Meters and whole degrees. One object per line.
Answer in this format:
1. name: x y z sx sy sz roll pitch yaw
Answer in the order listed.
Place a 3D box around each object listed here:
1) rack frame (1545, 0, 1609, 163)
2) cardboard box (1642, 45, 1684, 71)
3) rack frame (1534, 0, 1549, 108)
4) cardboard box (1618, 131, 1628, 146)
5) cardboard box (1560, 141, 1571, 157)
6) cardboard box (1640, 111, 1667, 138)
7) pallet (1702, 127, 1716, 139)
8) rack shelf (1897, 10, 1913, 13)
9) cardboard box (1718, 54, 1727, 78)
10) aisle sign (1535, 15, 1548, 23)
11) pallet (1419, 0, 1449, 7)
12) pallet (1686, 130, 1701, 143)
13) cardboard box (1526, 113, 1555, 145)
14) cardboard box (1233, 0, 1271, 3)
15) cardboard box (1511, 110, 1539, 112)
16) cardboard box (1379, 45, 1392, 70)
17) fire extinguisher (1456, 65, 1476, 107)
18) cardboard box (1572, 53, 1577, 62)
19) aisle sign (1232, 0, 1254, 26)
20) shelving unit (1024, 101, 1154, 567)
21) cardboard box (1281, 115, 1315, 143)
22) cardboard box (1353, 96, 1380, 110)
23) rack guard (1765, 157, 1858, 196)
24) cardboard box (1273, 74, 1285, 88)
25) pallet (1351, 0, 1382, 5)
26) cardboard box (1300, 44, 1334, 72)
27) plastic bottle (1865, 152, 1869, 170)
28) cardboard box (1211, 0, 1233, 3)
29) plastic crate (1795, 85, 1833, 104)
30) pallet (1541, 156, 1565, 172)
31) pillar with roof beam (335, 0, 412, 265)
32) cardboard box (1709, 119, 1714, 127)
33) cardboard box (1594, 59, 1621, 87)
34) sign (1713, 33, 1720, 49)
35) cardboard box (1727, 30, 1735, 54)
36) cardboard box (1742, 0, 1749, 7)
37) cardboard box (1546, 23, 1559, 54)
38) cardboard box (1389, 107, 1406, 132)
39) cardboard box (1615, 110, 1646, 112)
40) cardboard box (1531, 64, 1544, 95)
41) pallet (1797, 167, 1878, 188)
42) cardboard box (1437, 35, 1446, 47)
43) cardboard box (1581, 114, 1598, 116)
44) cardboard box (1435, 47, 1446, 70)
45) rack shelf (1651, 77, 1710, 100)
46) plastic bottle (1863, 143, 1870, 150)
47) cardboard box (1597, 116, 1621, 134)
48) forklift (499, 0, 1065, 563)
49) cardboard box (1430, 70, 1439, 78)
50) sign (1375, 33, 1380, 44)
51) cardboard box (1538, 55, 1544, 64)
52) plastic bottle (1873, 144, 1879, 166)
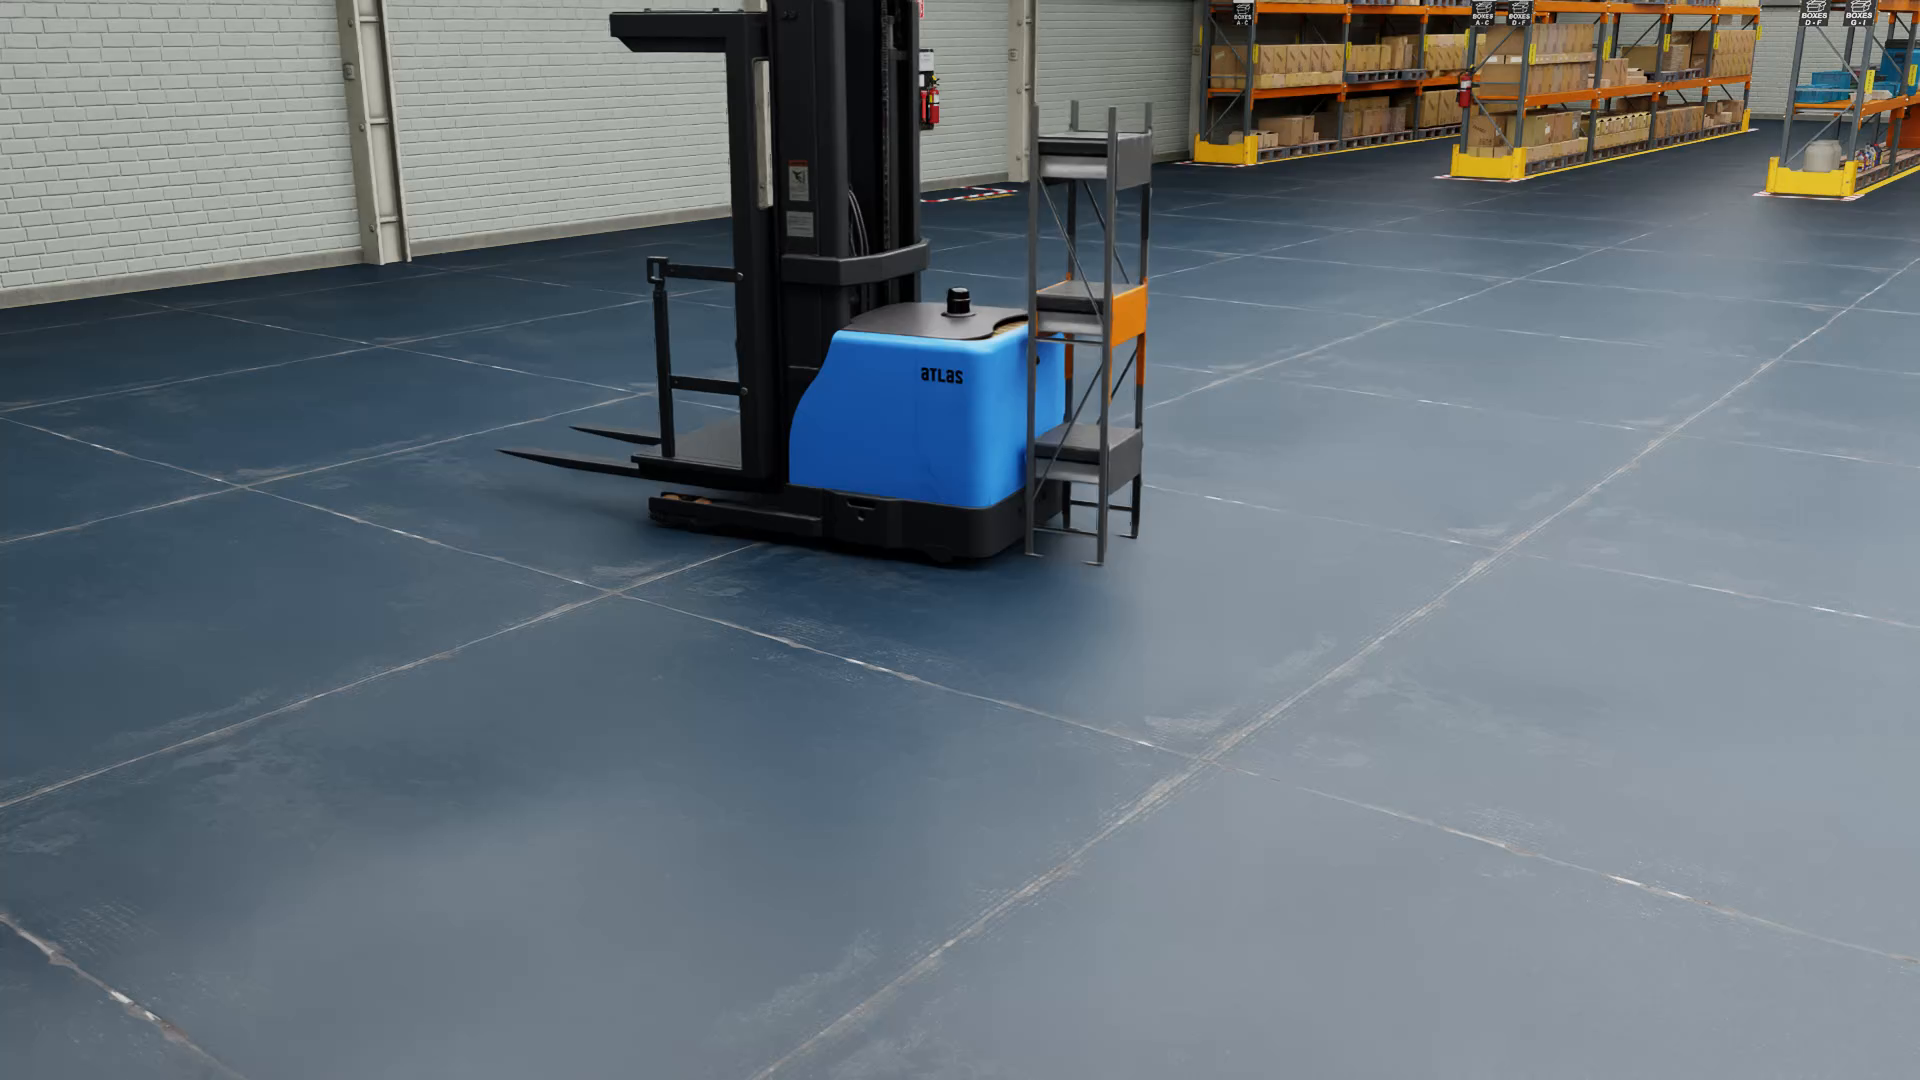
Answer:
1. rack frame: 11.212 -8.469 30.459 1.000 3.000 0.127 12 21 35
2. cardboard box: 14.578 -10.024 34.589 0.500 0.500 0.700 -15 23 -40
3. rack frame: 14.382 -12.202 42.478 1.000 3.000 0.127 12 21 35
4. cardboard box: 12.567 -7.775 32.152 0.500 0.250 0.500 13 21 36
5. cardboard box: 10.519 -6.969 29.554 0.500 0.250 0.500 12 21 35
6. cardboard box: 14.096 -8.496 34.019 0.500 0.500 0.500 14 22 37
7. pallet: 16.389 -9.206 37.534 1.003 0.211 1.213 12 21 35
8. rack shelf: 18.763 -10.111 31.901 1.077 0.370 4.000 12 21 35
9. cardboard box: 16.804 -10.618 37.210 0.500 0.500 0.500 13 21 36
10. aisle sign: 14.665 -13.408 41.977 0.394 0.787 0.004 12 21 35
11. pallet: 9.956 -11.802 36.450 1.213 0.211 1.003 14 22 37
12. pallet: 15.524 -8.843 36.363 1.003 0.211 1.213 12 21 35
13. cardboard box: 9.911 -7.091 28.685 0.500 0.500 0.500 12 21 35
14. cardboard box: 5.248 -9.916 29.858 0.500 0.500 0.500 13 22 36
15. cardboard box: 10.089 -7.422 29.748 0.500 0.500 0.500 12 21 35
16. cardboard box: 8.618 -10.140 34.928 0.700 0.500 0.500 12 21 35
17. fire extinguisher: 8.385 -7.534 27.576 0.296 0.674 0.183 12 21 35
18. cardboard box: 10.614 -8.482 29.238 0.380 0.149 0.250 12 21 34
19. aisle sign: 5.046 -9.562 29.595 0.394 0.787 0.004 12 21 35
20. shelving unit: 0.602 -0.969 7.822 0.431 2.100 0.503 8 19 24
21. cardboard box: 6.645 -8.106 32.761 0.500 0.500 0.500 11 20 31
22. cardboard box: 8.535 -9.242 35.156 0.500 0.250 0.500 12 21 34
23. rack guard: 12.812 -5.473 25.025 1.175 0.500 0.348 12 21 35
24. cardboard box: 5.692 -8.515 30.826 0.500 0.250 0.500 12 21 33
25. pallet: 7.685 -10.815 33.270 1.213 0.211 1.003 12 21 35
26. cardboard box: 6.905 -9.353 32.258 0.500 0.500 0.500 12 21 34
27. plastic bottle: 14.399 -6.030 26.462 0.097 0.271 0.097 0 17 0
28. cardboard box: 4.893 -10.025 30.208 0.500 0.500 0.500 14 22 39
29. plastic crate: 12.862 -6.741 25.145 0.499 0.251 0.616 12 21 35
30. pallet: 9.978 -6.664 29.346 1.003 0.211 1.213 12 21 35
31. pillar with roof beam: -2.697 -6.528 14.091 9.100 9.000 0.400 12 21 35
32. cardboard box: 16.910 -9.501 37.817 0.380 0.166 0.250 12 21 35
33. cardboard box: 12.295 -8.942 31.812 0.500 0.500 0.500 12 21 35
34. sign: 16.427 -10.830 36.110 0.100 0.325 0.005 12 21 35
35. cardboard box: 17.099 -11.208 37.423 0.500 0.500 0.500 12 21 33
36. cardboard box: 17.674 -12.281 37.928 0.500 0.250 0.500 12 21 35
37. cardboard box: 9.757 -8.552 28.368 0.700 0.500 0.500 13 21 35
38. cardboard box: 9.228 -9.132 36.066 0.700 0.500 0.500 13 21 35
39. cardboard box: 13.964 -8.703 34.683 0.500 0.500 0.500 13 22 37
40. cardboard box: 9.426 -7.799 28.132 0.700 0.500 0.500 13 22 36
41. pallet: 14.028 -5.817 26.620 1.003 0.211 1.213 12 21 35
42. cardboard box: 10.412 -11.045 36.784 0.500 0.250 0.500 12 21 34
43. cardboard box: 12.130 -8.134 32.362 0.500 0.311 0.500 12 21 34
44. cardboard box: 10.429 -10.689 36.904 0.500 0.500 0.500 13 22 36
45. rack shelf: 14.787 -9.555 35.167 1.077 0.370 4.000 12 21 35
46. plastic bottle: 14.920 -6.359 27.389 0.144 0.351 0.185 12 21 35
47. cardboard box: 12.268 -7.921 31.675 0.500 0.311 0.500 12 21 33
48. forklift: -1.012 -1.571 8.361 3.031 2.935 1.130 8 19 25
49. cardboard box: 10.380 -10.330 36.841 0.380 0.149 0.250 13 22 36
50. sign: 9.167 -10.947 36.484 0.100 0.325 0.005 12 21 35
51. cardboard box: 9.540 -8.052 27.853 0.380 0.149 0.250 13 21 35
52. plastic bottle: 14.921 -6.288 27.160 0.144 0.351 0.185 11 20 32
